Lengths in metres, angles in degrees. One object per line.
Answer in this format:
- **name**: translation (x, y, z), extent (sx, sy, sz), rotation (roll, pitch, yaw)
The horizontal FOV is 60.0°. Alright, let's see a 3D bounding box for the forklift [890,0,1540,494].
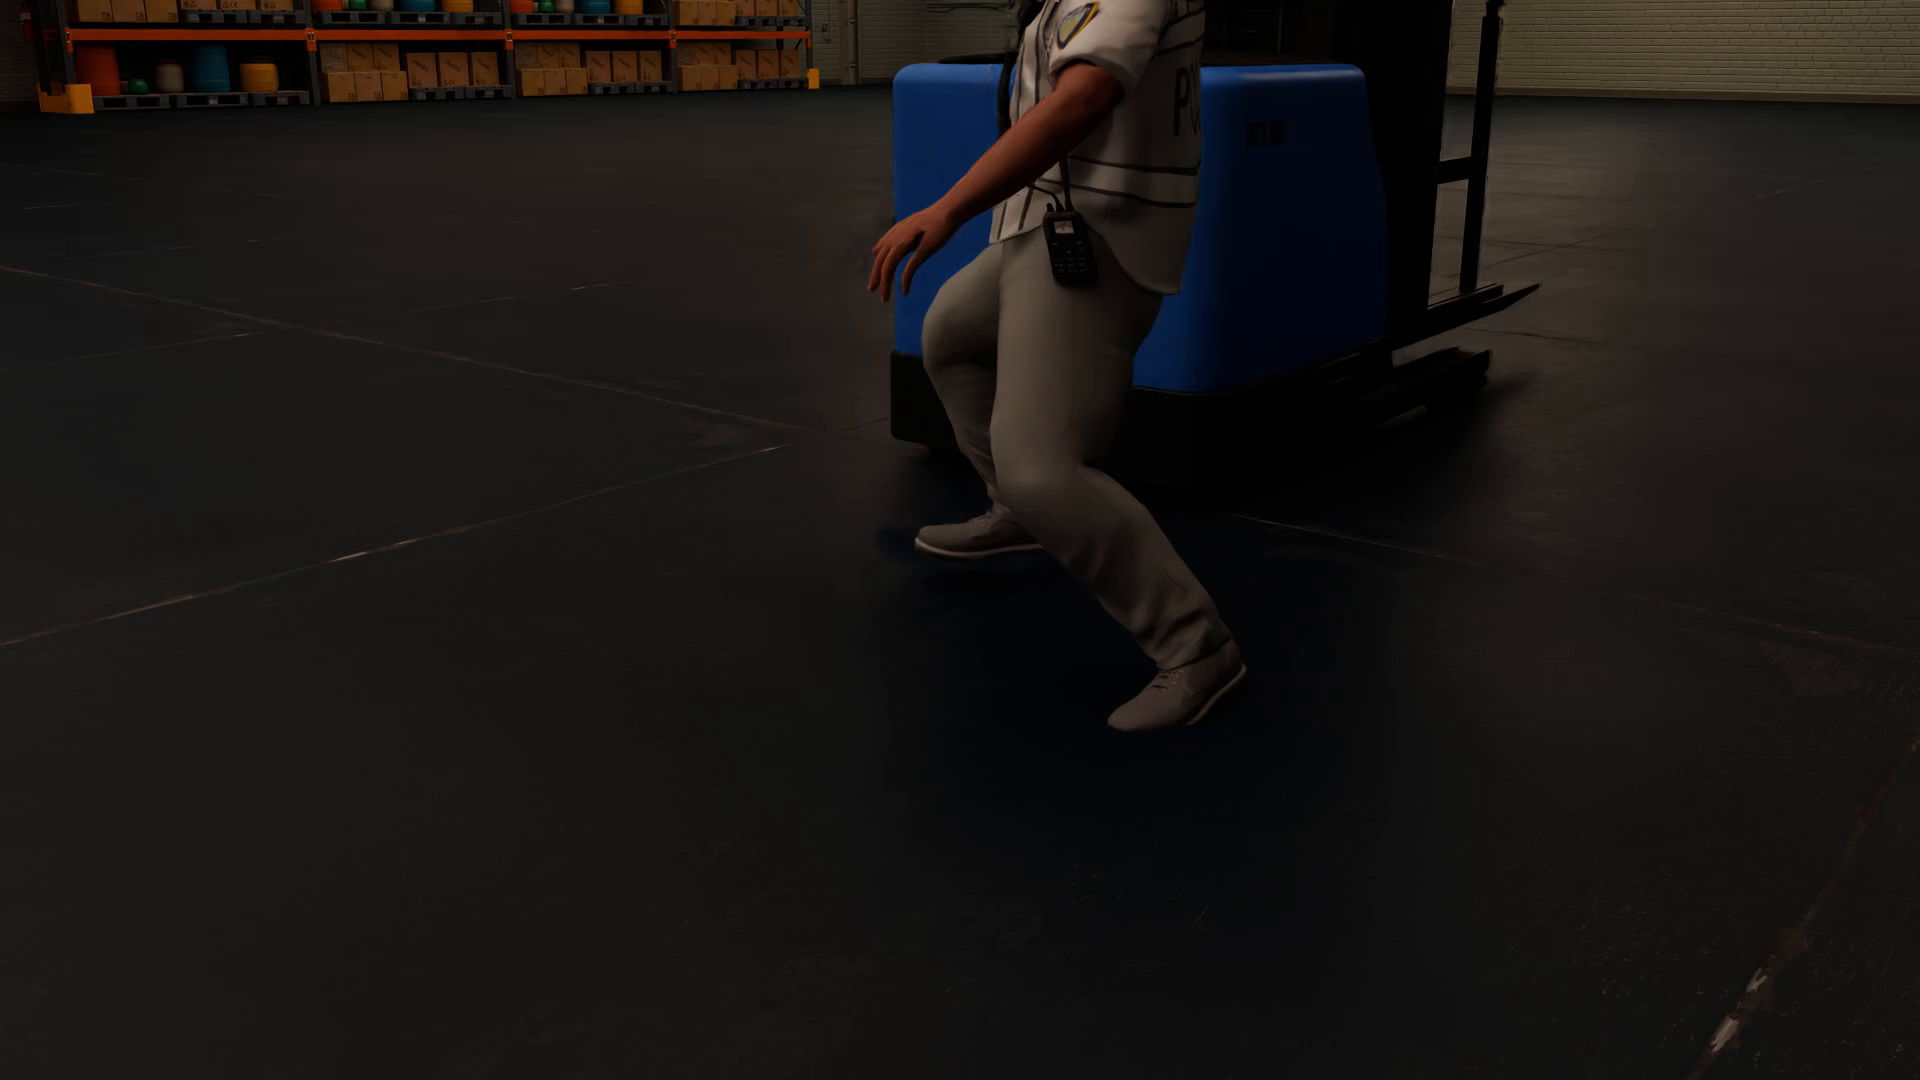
- **forklift**: translation (1.083, -1.889, 5.119), extent (1.130, 2.935, 3.031), rotation (12, 21, 34)

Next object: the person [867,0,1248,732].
- **person**: translation (0.200, -0.545, 3.048), extent (0.727, 1.627, 0.972), rotation (3, 17, 10)
